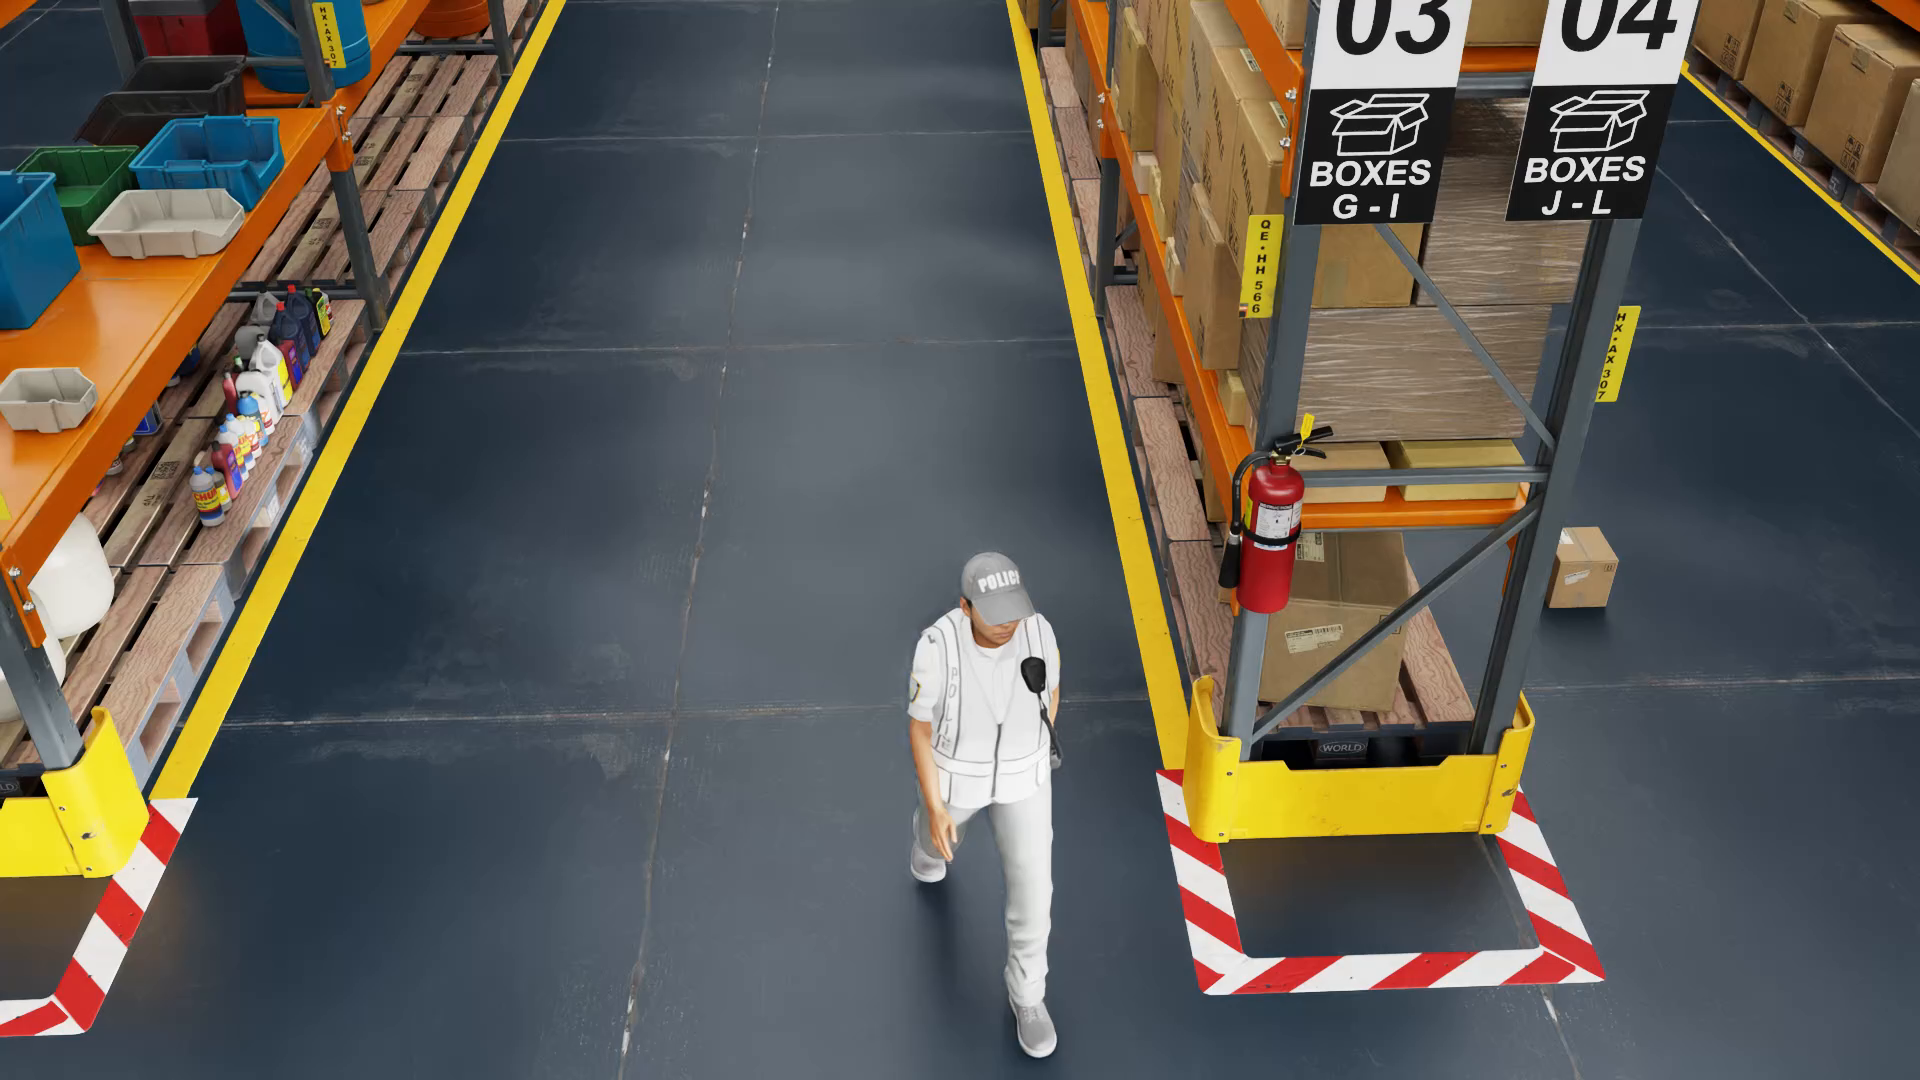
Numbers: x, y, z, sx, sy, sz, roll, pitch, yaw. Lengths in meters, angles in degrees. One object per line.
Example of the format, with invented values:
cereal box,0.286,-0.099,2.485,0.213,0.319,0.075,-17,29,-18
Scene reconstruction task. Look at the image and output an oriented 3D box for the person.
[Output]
person,0.081,0.707,5.156,0.487,1.606,1.031,-5,36,-7
